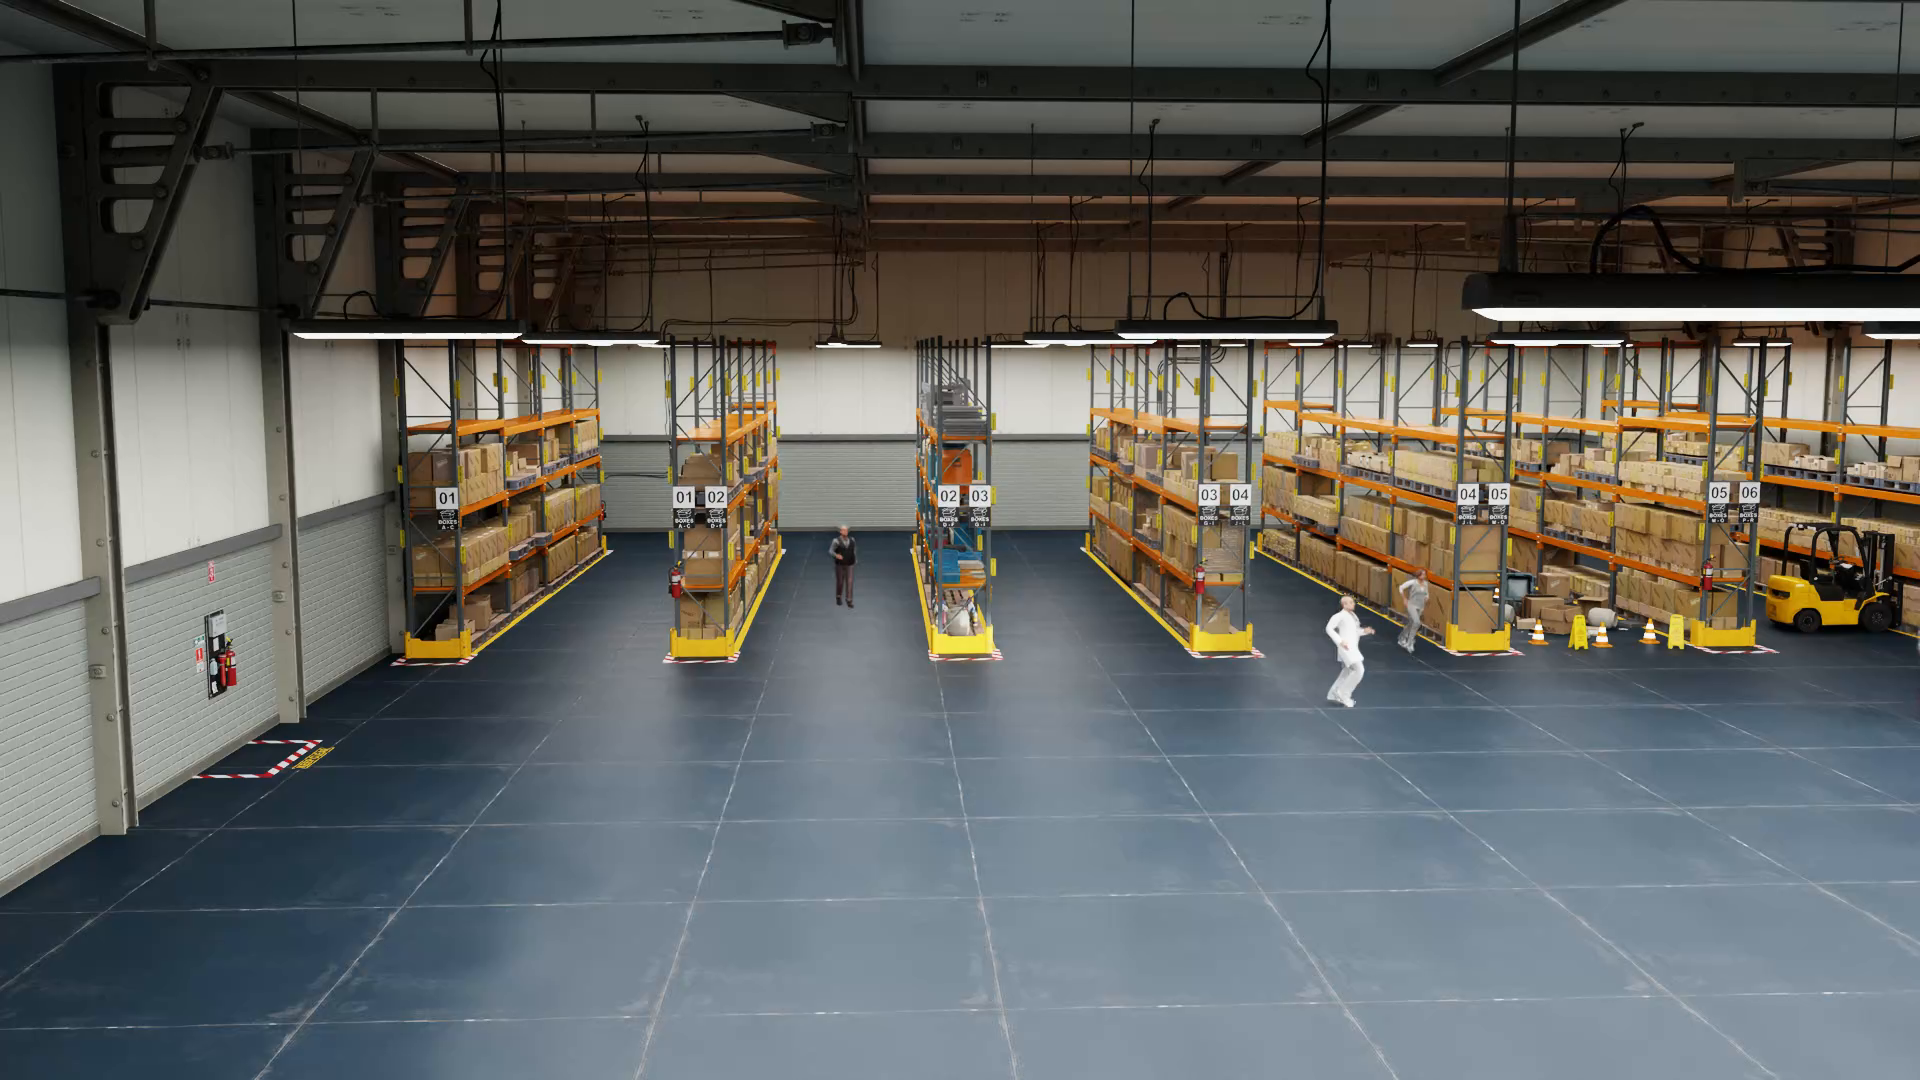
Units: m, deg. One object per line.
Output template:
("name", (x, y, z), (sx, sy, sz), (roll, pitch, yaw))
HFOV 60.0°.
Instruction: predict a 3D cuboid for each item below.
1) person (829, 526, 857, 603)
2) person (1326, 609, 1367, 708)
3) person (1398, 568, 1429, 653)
("person", (-2.480, 0.514, 35.401), (0.640, 1.651, 0.761), (-2, 7, -18))
("person", (6.251, 1.919, 26.888), (0.628, 1.581, 0.685), (4, 7, 29))
("person", (8.685, 1.335, 31.865), (0.503, 1.609, 0.690), (-3, 7, -25))
